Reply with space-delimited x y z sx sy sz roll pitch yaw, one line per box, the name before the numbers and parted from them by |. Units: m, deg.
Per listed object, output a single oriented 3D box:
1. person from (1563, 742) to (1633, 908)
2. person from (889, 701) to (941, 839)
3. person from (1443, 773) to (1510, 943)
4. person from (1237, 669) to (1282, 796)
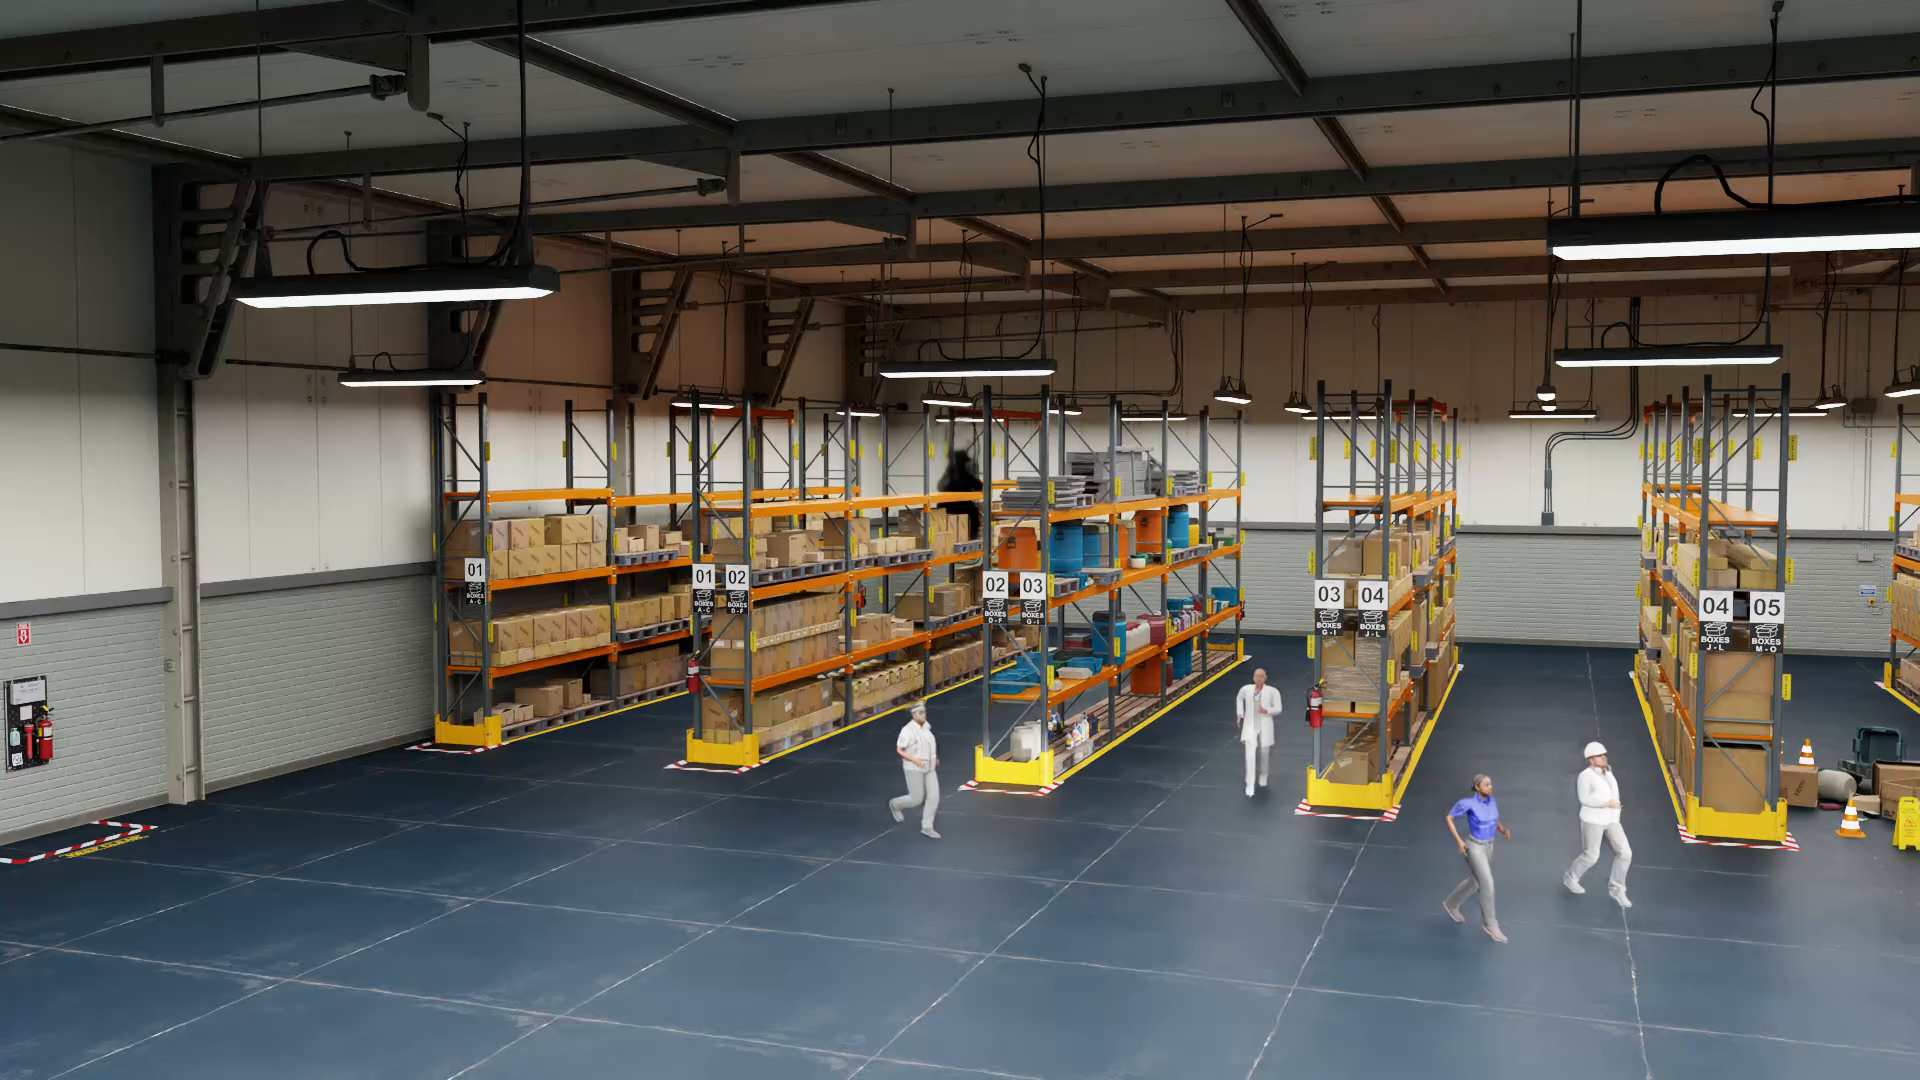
person | 7.114 3.150 18.516 0.655 1.810 0.792 -2 3 -28
person | -0.556 2.980 21.759 0.816 1.772 0.663 3 4 44
person | 5.380 3.260 17.297 0.574 1.672 0.852 -2 4 -39
person | 4.394 2.804 24.472 0.676 1.837 0.866 1 3 13
